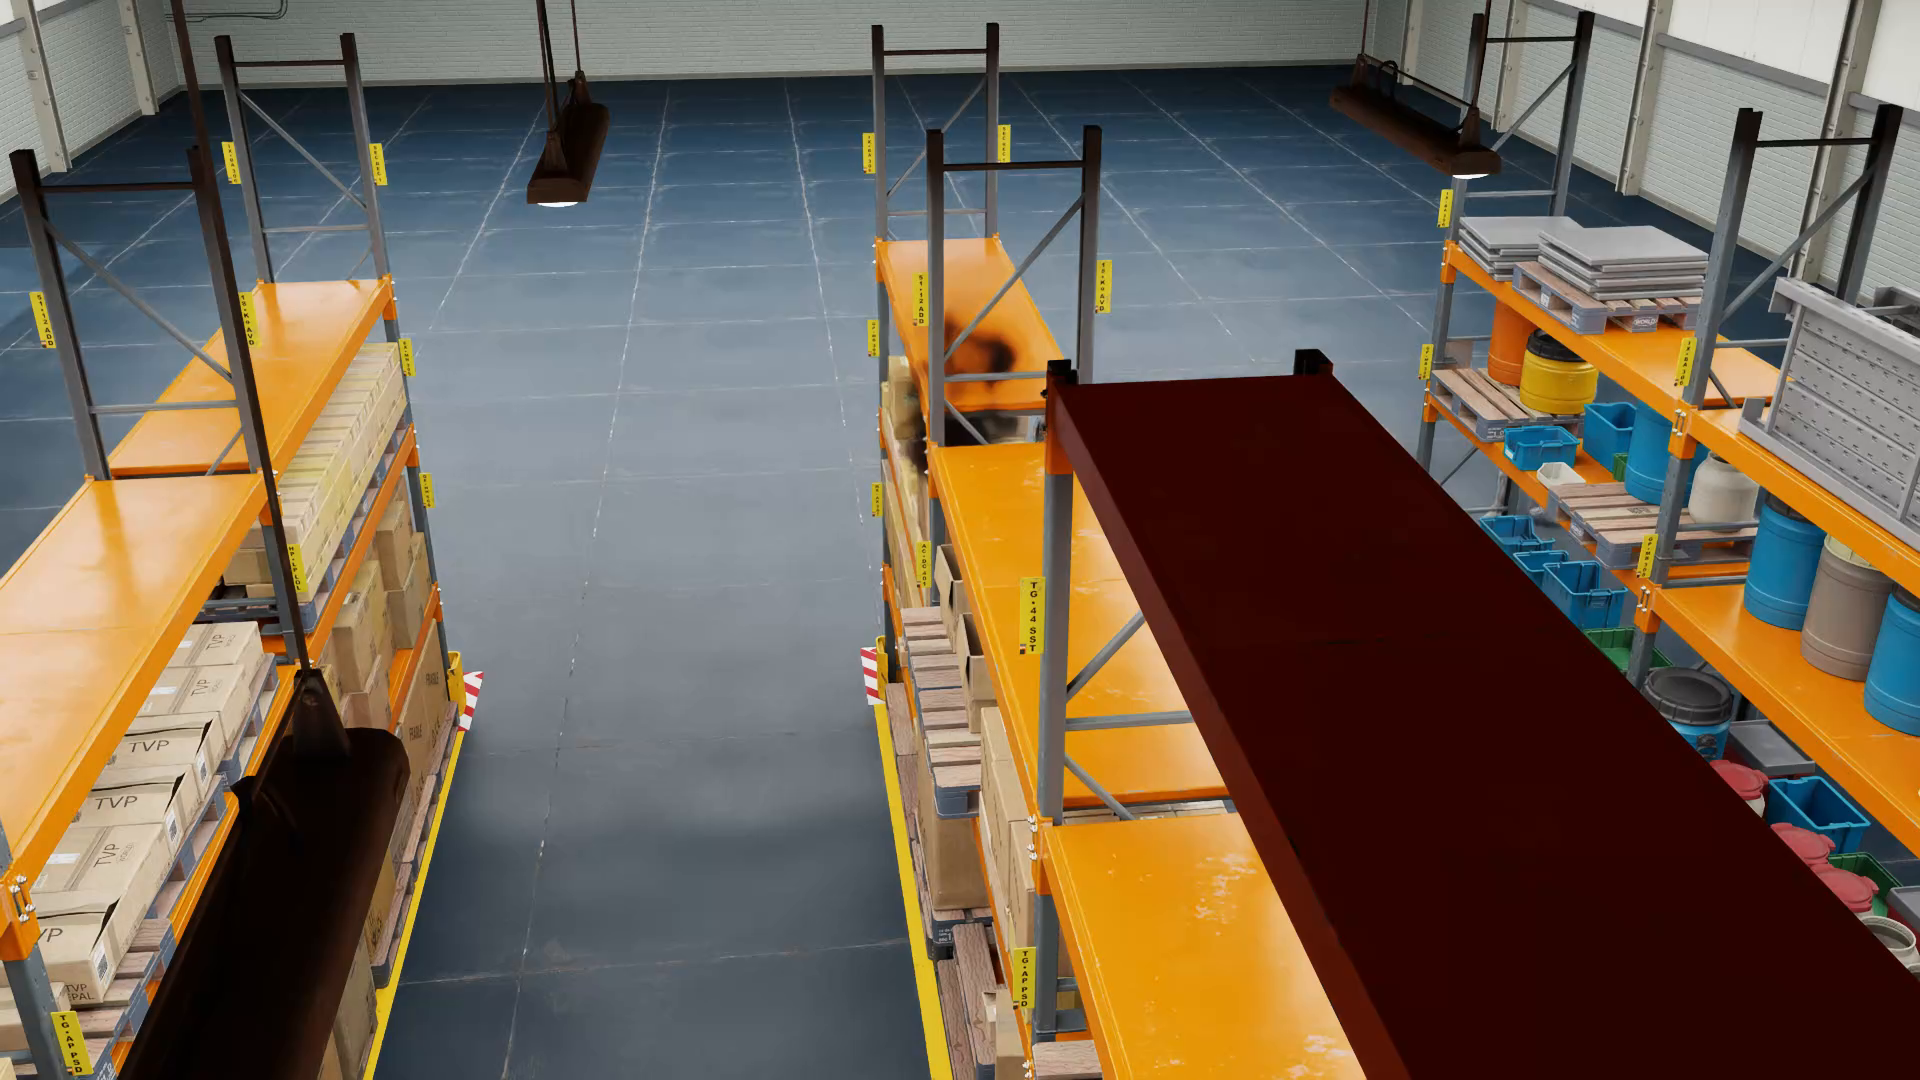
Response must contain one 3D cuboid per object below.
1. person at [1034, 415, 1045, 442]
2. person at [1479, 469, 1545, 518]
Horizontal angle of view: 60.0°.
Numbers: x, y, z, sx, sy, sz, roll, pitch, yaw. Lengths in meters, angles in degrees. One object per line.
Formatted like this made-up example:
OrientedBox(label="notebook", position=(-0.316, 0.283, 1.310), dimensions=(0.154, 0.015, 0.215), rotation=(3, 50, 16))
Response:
OrientedBox(label="person", position=(1.028, -0.956, 18.592), dimensions=(0.814, 1.690, 0.676), rotation=(10, 27, 20))
OrientedBox(label="person", position=(6.352, -1.041, 18.608), dimensions=(0.834, 1.819, 0.718), rotation=(6, 26, 12))
